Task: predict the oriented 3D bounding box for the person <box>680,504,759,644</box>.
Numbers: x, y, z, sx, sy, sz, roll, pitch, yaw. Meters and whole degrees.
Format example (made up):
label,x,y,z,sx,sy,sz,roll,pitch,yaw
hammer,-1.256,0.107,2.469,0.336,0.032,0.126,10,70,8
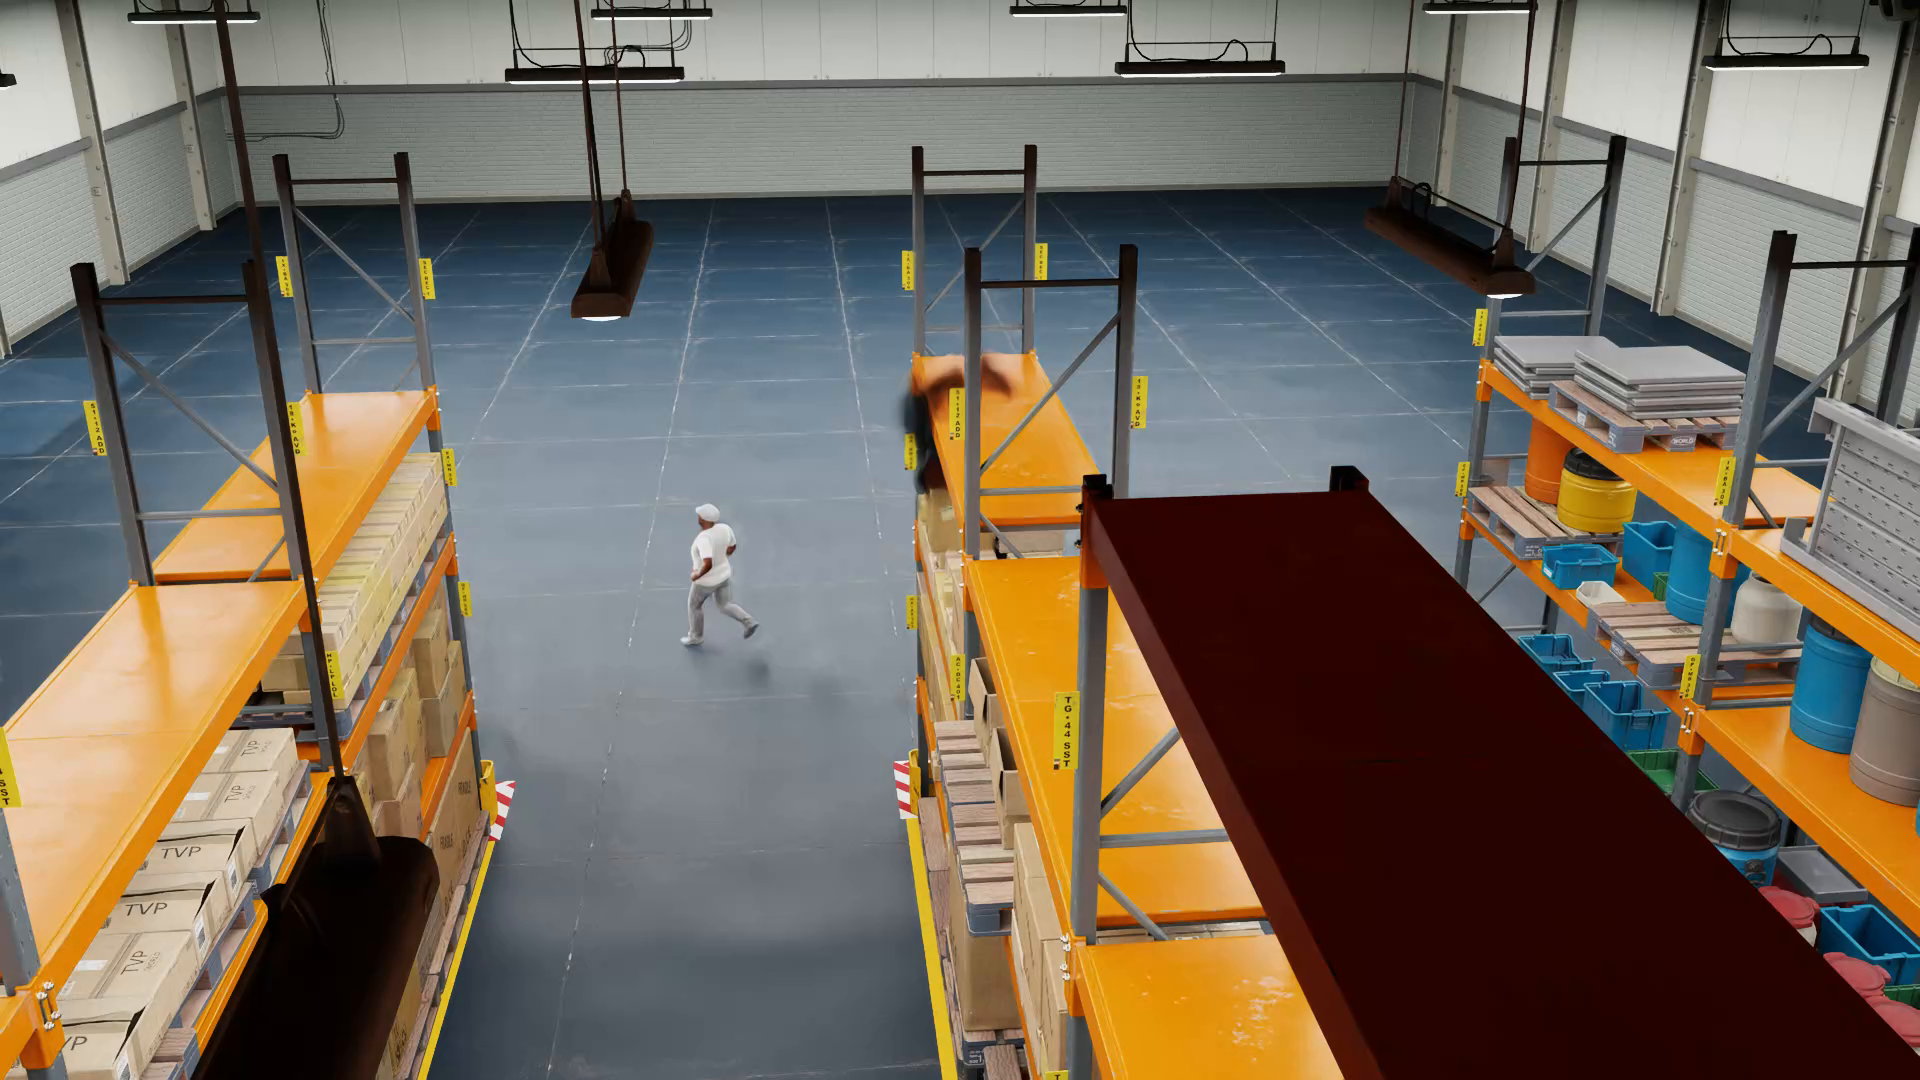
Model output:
label,x,y,z,sx,sy,sz,roll,pitch,yaw
person,-2.685,0.426,18.262,1.066,1.754,0.675,15,26,34
